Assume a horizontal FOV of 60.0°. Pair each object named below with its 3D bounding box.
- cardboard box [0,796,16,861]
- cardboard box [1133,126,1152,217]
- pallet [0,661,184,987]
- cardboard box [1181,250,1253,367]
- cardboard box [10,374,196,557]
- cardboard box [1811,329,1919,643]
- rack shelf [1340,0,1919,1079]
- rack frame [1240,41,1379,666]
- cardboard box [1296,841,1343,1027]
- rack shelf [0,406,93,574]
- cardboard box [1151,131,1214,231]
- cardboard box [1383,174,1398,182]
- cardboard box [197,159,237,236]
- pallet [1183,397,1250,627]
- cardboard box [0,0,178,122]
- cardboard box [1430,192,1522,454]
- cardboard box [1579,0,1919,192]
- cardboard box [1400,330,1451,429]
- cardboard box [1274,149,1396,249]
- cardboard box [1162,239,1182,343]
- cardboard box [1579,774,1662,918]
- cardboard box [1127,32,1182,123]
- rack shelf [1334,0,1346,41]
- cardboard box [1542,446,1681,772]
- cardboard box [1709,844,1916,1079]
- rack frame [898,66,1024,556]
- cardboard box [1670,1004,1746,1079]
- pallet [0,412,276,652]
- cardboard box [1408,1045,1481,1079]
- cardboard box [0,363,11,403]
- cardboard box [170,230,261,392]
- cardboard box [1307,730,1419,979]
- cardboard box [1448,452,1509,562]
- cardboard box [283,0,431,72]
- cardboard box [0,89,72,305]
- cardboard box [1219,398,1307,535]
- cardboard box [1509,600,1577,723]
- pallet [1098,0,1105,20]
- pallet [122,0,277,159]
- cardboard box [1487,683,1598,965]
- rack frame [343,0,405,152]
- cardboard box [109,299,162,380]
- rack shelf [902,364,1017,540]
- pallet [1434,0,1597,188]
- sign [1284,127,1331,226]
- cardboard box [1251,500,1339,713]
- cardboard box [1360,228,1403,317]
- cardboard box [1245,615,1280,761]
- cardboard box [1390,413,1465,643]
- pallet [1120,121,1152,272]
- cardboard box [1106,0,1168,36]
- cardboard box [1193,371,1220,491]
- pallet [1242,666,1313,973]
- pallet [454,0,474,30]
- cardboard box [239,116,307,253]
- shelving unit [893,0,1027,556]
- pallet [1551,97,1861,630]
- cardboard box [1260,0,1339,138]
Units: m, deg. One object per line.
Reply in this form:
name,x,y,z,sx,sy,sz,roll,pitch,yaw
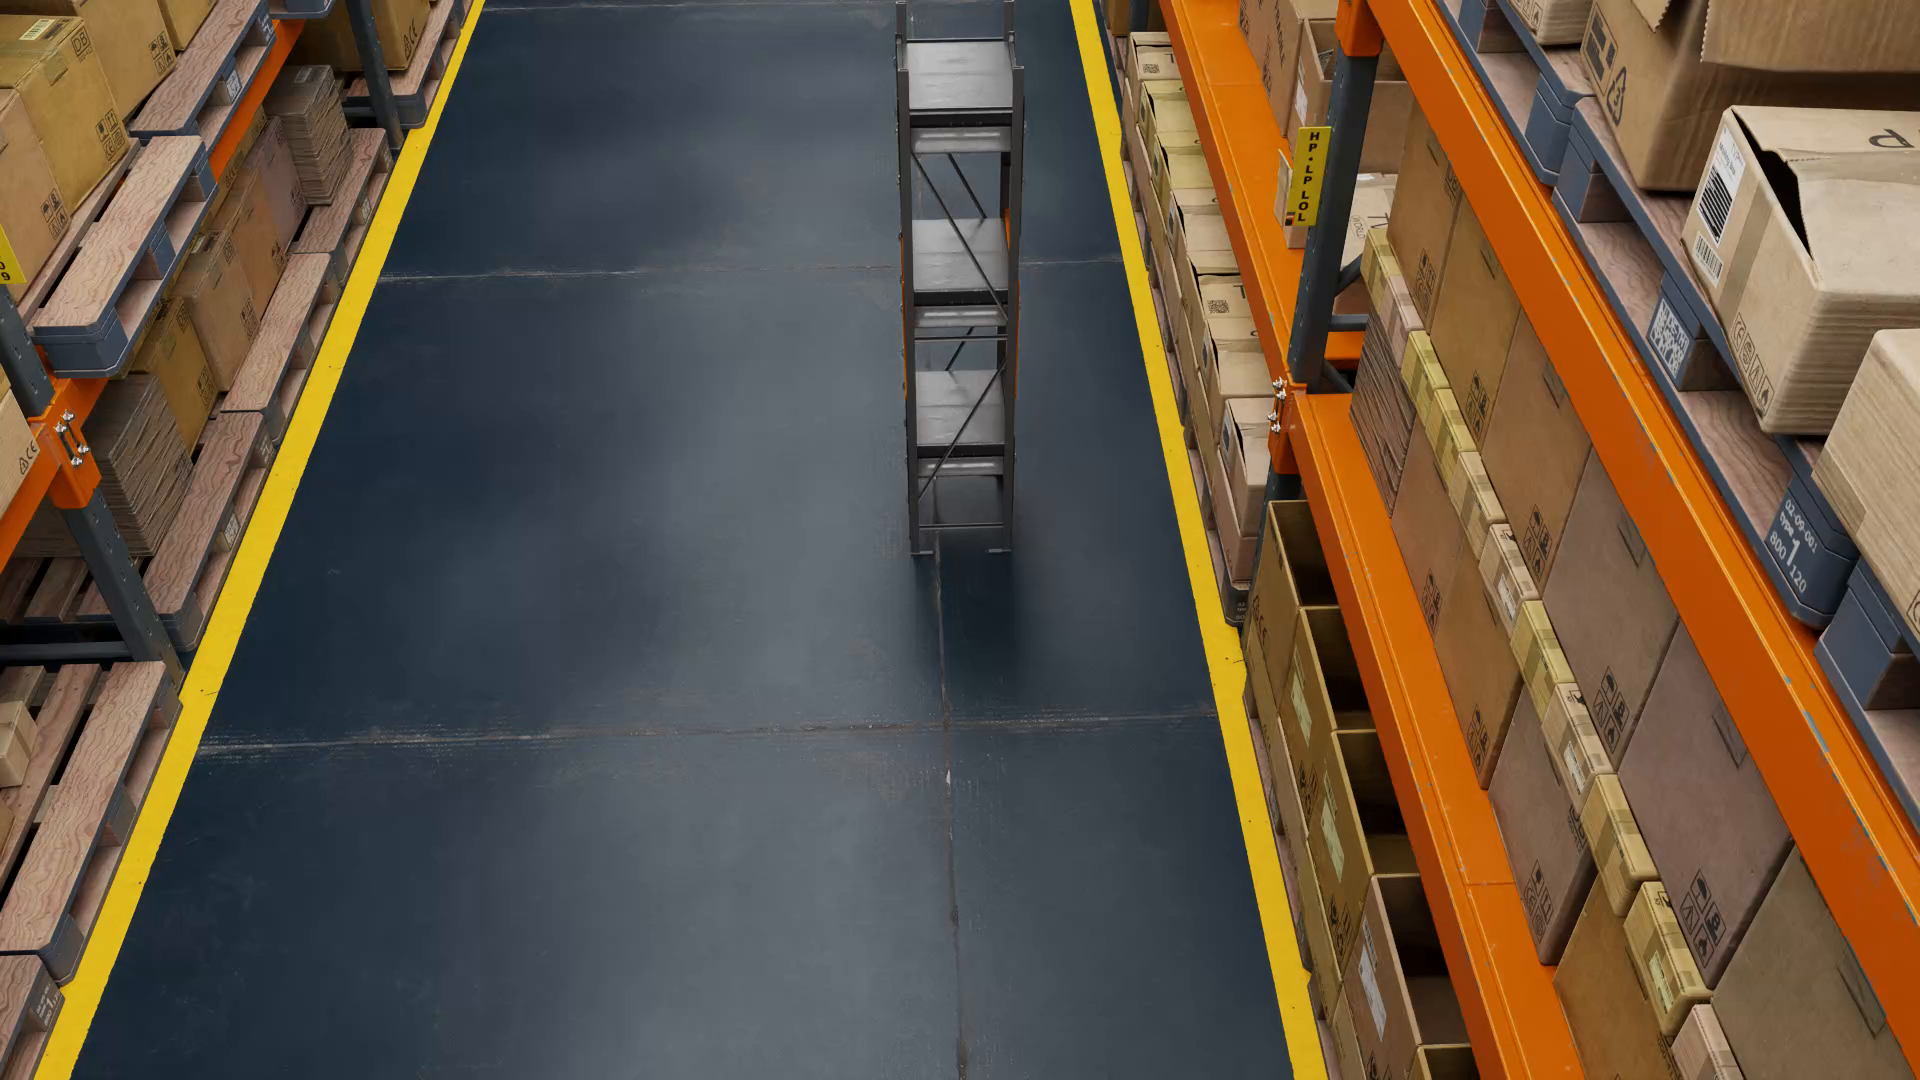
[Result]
cardboard box,-3.297,0.912,5.060,0.500,0.500,0.500,-5,43,-5
cardboard box,1.149,-1.832,8.253,0.500,0.250,0.500,-3,43,-3
pallet,-3.317,0.933,5.576,1.003,0.211,1.213,-2,43,-2
cardboard box,1.217,-0.993,6.923,0.500,0.311,0.500,-2,43,-2
cardboard box,-3.429,-0.284,6.365,0.700,0.500,0.500,0,43,0
cardboard box,1.425,-0.018,2.027,0.500,0.250,0.500,-2,43,-2
rack shelf,1.653,-0.182,3.041,1.077,0.370,4.000,-2,43,-2
rack frame,1.568,-0.692,5.285,1.000,3.000,0.127,-2,43,-2
cardboard box,1.317,1.164,4.984,0.500,0.250,0.500,-2,43,-2
rack shelf,-3.296,1.068,3.897,1.077,0.370,4.000,-2,43,-2
cardboard box,1.177,-1.679,7.671,0.500,0.311,0.500,-3,43,-3
cardboard box,1.734,-1.203,6.029,0.380,0.149,0.250,-2,43,-2
cardboard box,-3.480,-1.547,7.187,0.500,0.250,0.500,-2,43,-2
pallet,1.498,-0.160,6.769,1.003,0.211,1.213,-2,43,-2
cardboard box,-3.444,-1.912,6.216,0.700,0.500,0.500,4,43,4
cardboard box,1.616,-0.567,4.114,0.700,0.500,0.500,-2,43,-2
cardboard box,1.512,-0.927,2.830,0.797,0.503,0.637,3,43,3
cardboard box,1.409,-0.437,4.453,0.380,0.149,0.250,-3,43,-3
cardboard box,1.347,-1.231,5.972,0.396,0.266,0.258,-3,43,-3
cardboard box,1.199,-1.135,7.493,0.500,0.250,0.500,-1,43,-1
cardboard box,1.475,0.606,3.315,0.380,0.149,0.250,-1,43,-1
cardboard box,1.127,-2.378,8.434,0.500,0.311,0.500,0,43,0
rack shelf,1.483,-2.883,5.987,1.077,0.370,4.000,-2,43,-2
cardboard box,1.657,0.109,3.377,0.700,0.500,0.500,-2,43,-2
cardboard box,1.701,0.787,2.637,0.700,0.500,0.500,-3,43,-3
rack frame,0.003,-0.721,5.983,0.400,2.100,0.015,-2,43,-2
cardboard box,1.499,0.961,2.928,0.380,0.149,0.250,-1,43,-1
pallet,-3.416,-0.045,6.643,1.003,0.211,1.213,-2,43,-2
cardboard box,1.361,1.563,3.994,0.500,0.500,0.500,-2,43,-2
cardboard box,-3.052,-0.465,4.579,0.500,0.500,0.500,-2,43,-2
cardboard box,-3.482,-0.977,7.121,0.700,0.500,0.500,-1,43,-1
cardboard box,1.317,0.888,4.731,0.500,0.500,0.500,-2,43,-2
cardboard box,1.430,-0.091,4.076,0.380,0.149,0.250,-3,43,-3
cardboard box,-3.451,-3.110,9.203,0.750,0.750,0.750,-2,43,-2
cardboard box,-3.369,-1.091,5.321,0.700,0.500,0.500,-2,43,-2
cardboard box,1.264,-0.305,6.172,0.500,0.311,0.500,-2,43,-2
cardboard box,1.455,0.265,3.687,0.380,0.149,0.250,-2,43,-2
pallet,1.355,-3.691,10.621,1.003,0.211,1.213,-2,43,-2
pallet,-3.426,-1.842,6.681,1.003,0.211,1.213,-2,43,-2
cardboard box,1.662,0.611,3.789,0.700,0.500,0.500,0,43,-1
rack frame,-3.551,-3.248,8.073,1.000,3.000,0.127,-2,43,-2
cardboard box,-3.451,-0.858,6.436,0.500,0.250,0.500,-2,43,-3
rack shelf,-0.007,-0.360,6.645,0.431,0.518,0.480,-2,43,-2
pallet,1.630,-1.190,3.674,1.003,0.211,1.213,-2,43,-2
sign,1.026,-1.067,4.896,0.100,0.325,0.005,-2,43,-2
cardboard box,1.275,0.212,5.467,0.500,0.500,0.500,-2,43,-2
cardboard box,1.386,-0.781,4.828,0.380,0.149,0.250,-2,43,-2
cardboard box,1.285,0.489,5.721,0.500,0.250,0.500,-2,43,-2
cardboard box,1.622,-0.074,4.536,0.700,0.500,0.500,-2,43,-2
pallet,1.394,-1.807,8.566,1.003,0.211,1.213,-2,43,-2
cardboard box,1.124,-3.258,9.608,0.500,0.500,0.500,0,43,0
cardboard box,1.241,-0.446,6.741,0.500,0.250,0.500,-2,43,-2
pallet,1.560,0.874,5.640,1.003,0.211,1.213,-2,43,-2
pallet,-3.558,-3.576,10.495,1.003,0.211,1.213,-2,43,-2
cardboard box,-3.563,-1.653,7.857,0.700,0.500,0.500,-2,43,-2
shelving unit,-0.007,-0.886,6.162,0.431,2.100,0.503,-2,43,-2
pallet,1.679,-0.368,2.778,1.003,0.211,1.213,-2,43,-2
cardboard box,1.508,-1.941,6.574,0.500,0.500,0.500,-2,43,-2
